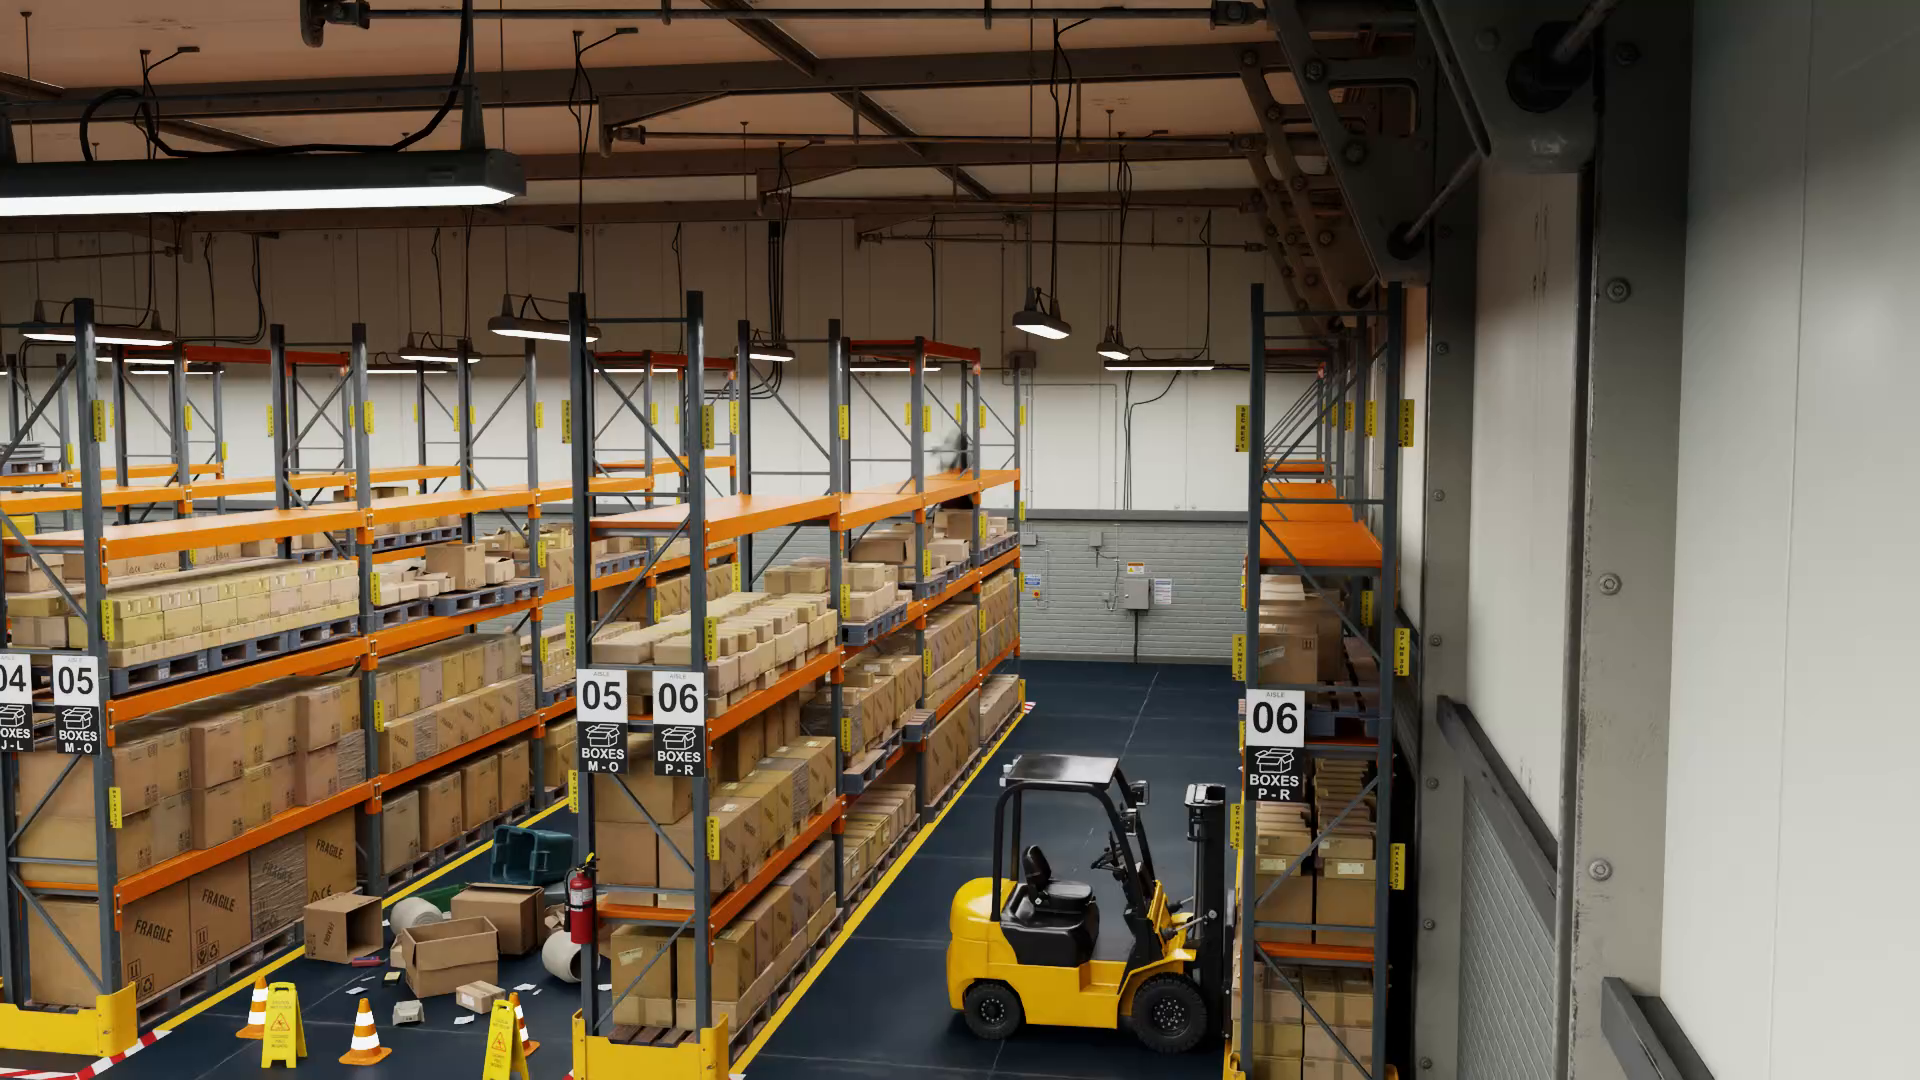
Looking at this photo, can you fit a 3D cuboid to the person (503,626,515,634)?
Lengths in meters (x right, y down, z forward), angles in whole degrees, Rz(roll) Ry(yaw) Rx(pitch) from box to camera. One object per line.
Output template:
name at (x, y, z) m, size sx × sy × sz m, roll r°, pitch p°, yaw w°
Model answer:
person at (-6.867, 2.310, 25.415) m, size 0.714 × 1.591 × 1.007 m, roll 1°, pitch 5°, yaw 13°
